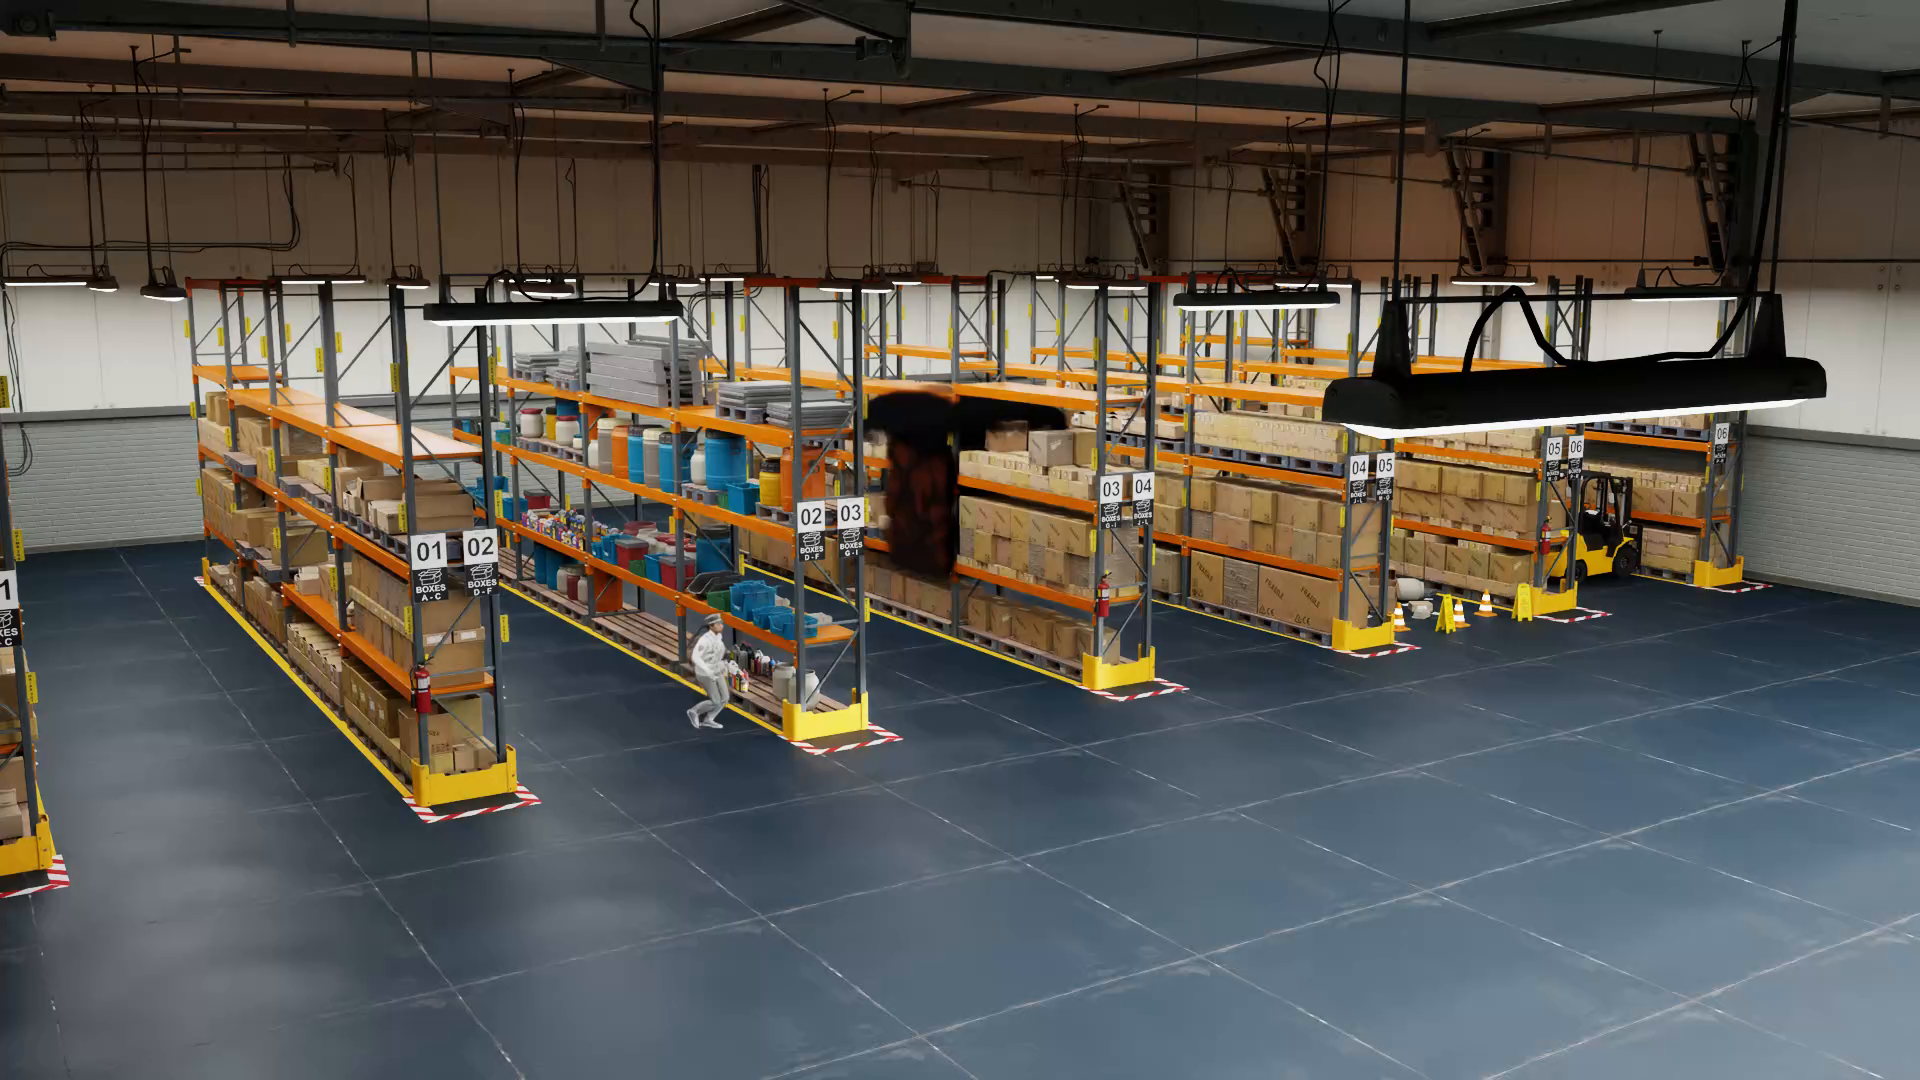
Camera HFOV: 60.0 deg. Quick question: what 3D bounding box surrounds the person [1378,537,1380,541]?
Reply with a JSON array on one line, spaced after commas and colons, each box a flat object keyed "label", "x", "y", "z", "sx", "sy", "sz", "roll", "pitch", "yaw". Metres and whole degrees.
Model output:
[{"label": "person", "x": 9.229, "y": -0.340, "z": 35.960, "sx": 1.042, "sy": 1.398, "sz": 0.529, "roll": 7, "pitch": 12, "yaw": 34}]

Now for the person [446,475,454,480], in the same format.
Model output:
[{"label": "person", "x": -11.113, "y": -0.589, "z": 36.348, "sx": 0.961, "sy": 1.664, "sz": 0.586, "roll": -2, "pitch": 10, "yaw": -9}]

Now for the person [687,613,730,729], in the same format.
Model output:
[{"label": "person", "x": -3.292, "y": 1.711, "z": 21.688, "sx": 0.595, "sy": 1.580, "sz": 0.598, "roll": 4, "pitch": 10, "yaw": 21}]

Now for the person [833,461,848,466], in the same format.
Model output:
[{"label": "person", "x": -2.963, "y": -1.346, "z": 41.057, "sx": 0.597, "sy": 1.723, "sz": 0.750, "roll": 3, "pitch": 10, "yaw": 18}]
